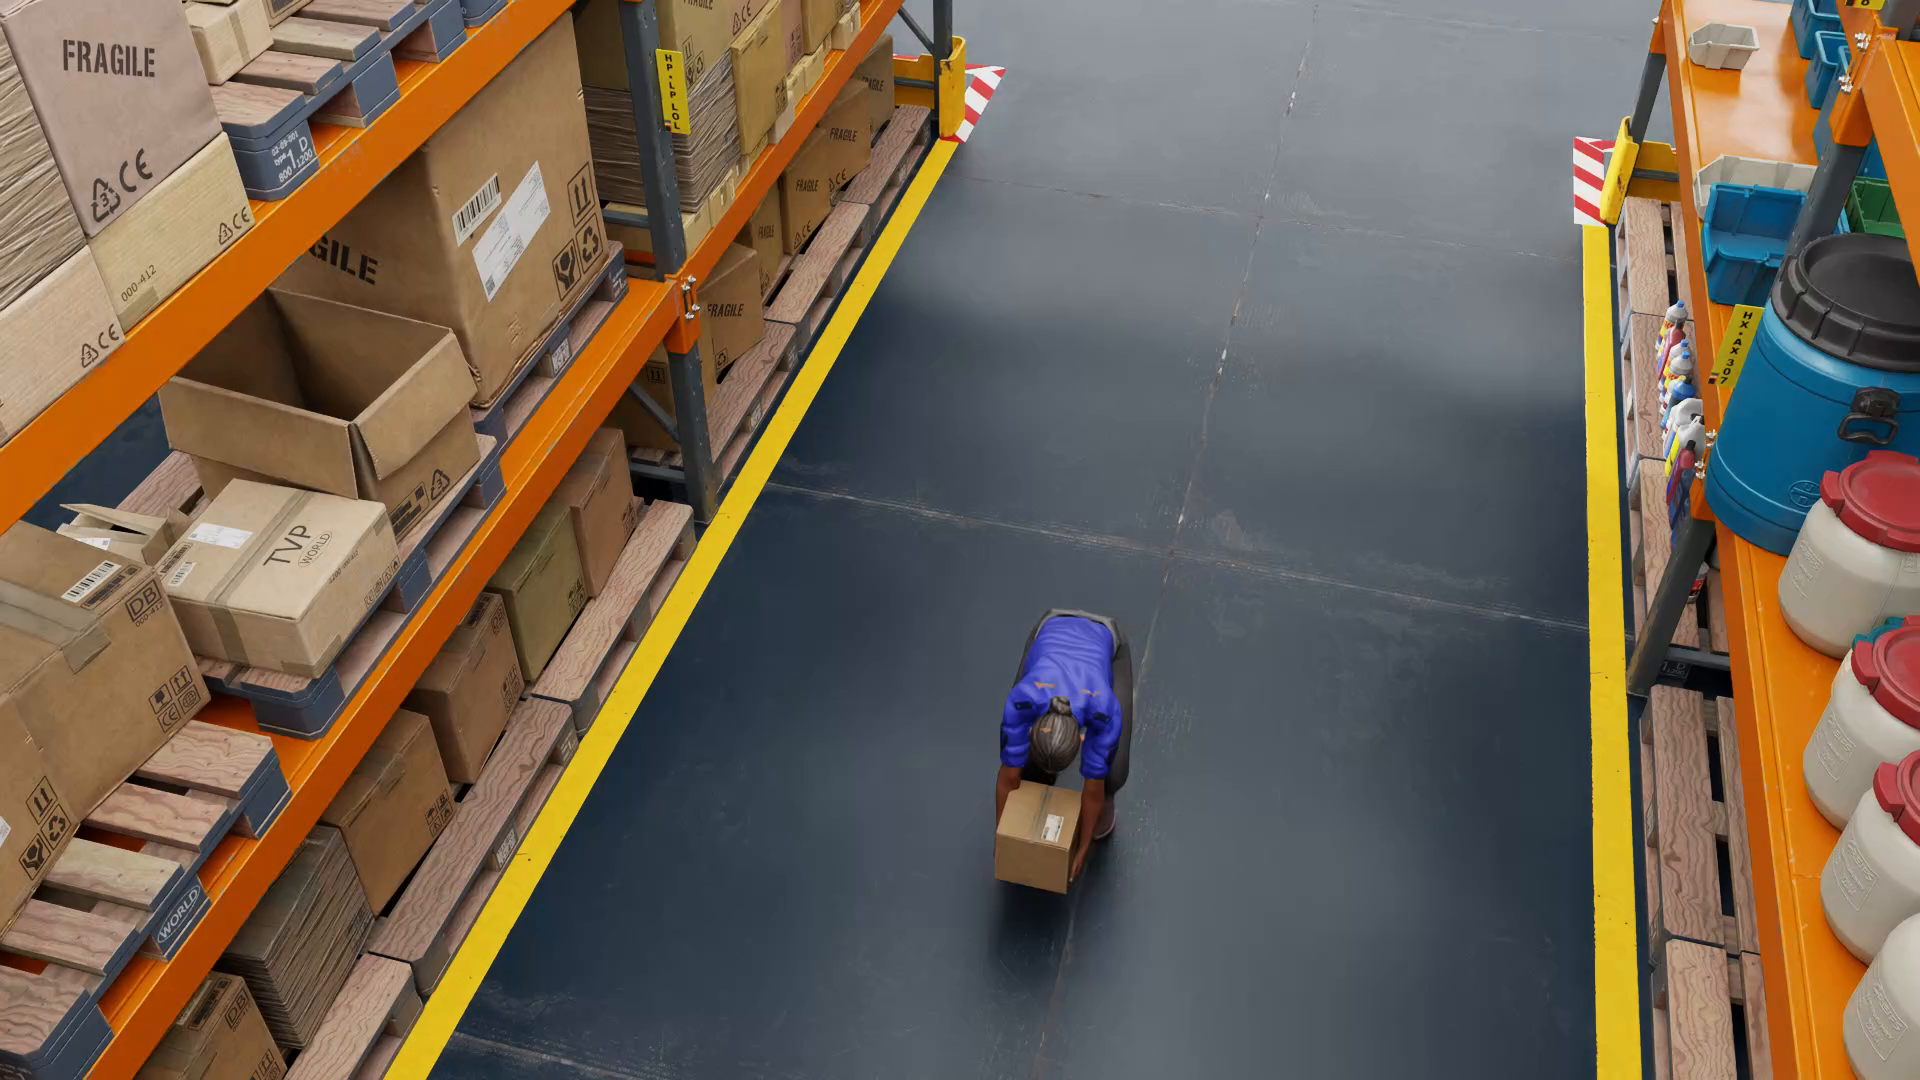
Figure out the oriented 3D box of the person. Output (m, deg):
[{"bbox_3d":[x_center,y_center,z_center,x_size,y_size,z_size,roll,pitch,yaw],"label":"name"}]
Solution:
[{"bbox_3d":[0.370,0.729,5.824,0.456,1.012,0.860,8,42,9],"label":"person"}]
